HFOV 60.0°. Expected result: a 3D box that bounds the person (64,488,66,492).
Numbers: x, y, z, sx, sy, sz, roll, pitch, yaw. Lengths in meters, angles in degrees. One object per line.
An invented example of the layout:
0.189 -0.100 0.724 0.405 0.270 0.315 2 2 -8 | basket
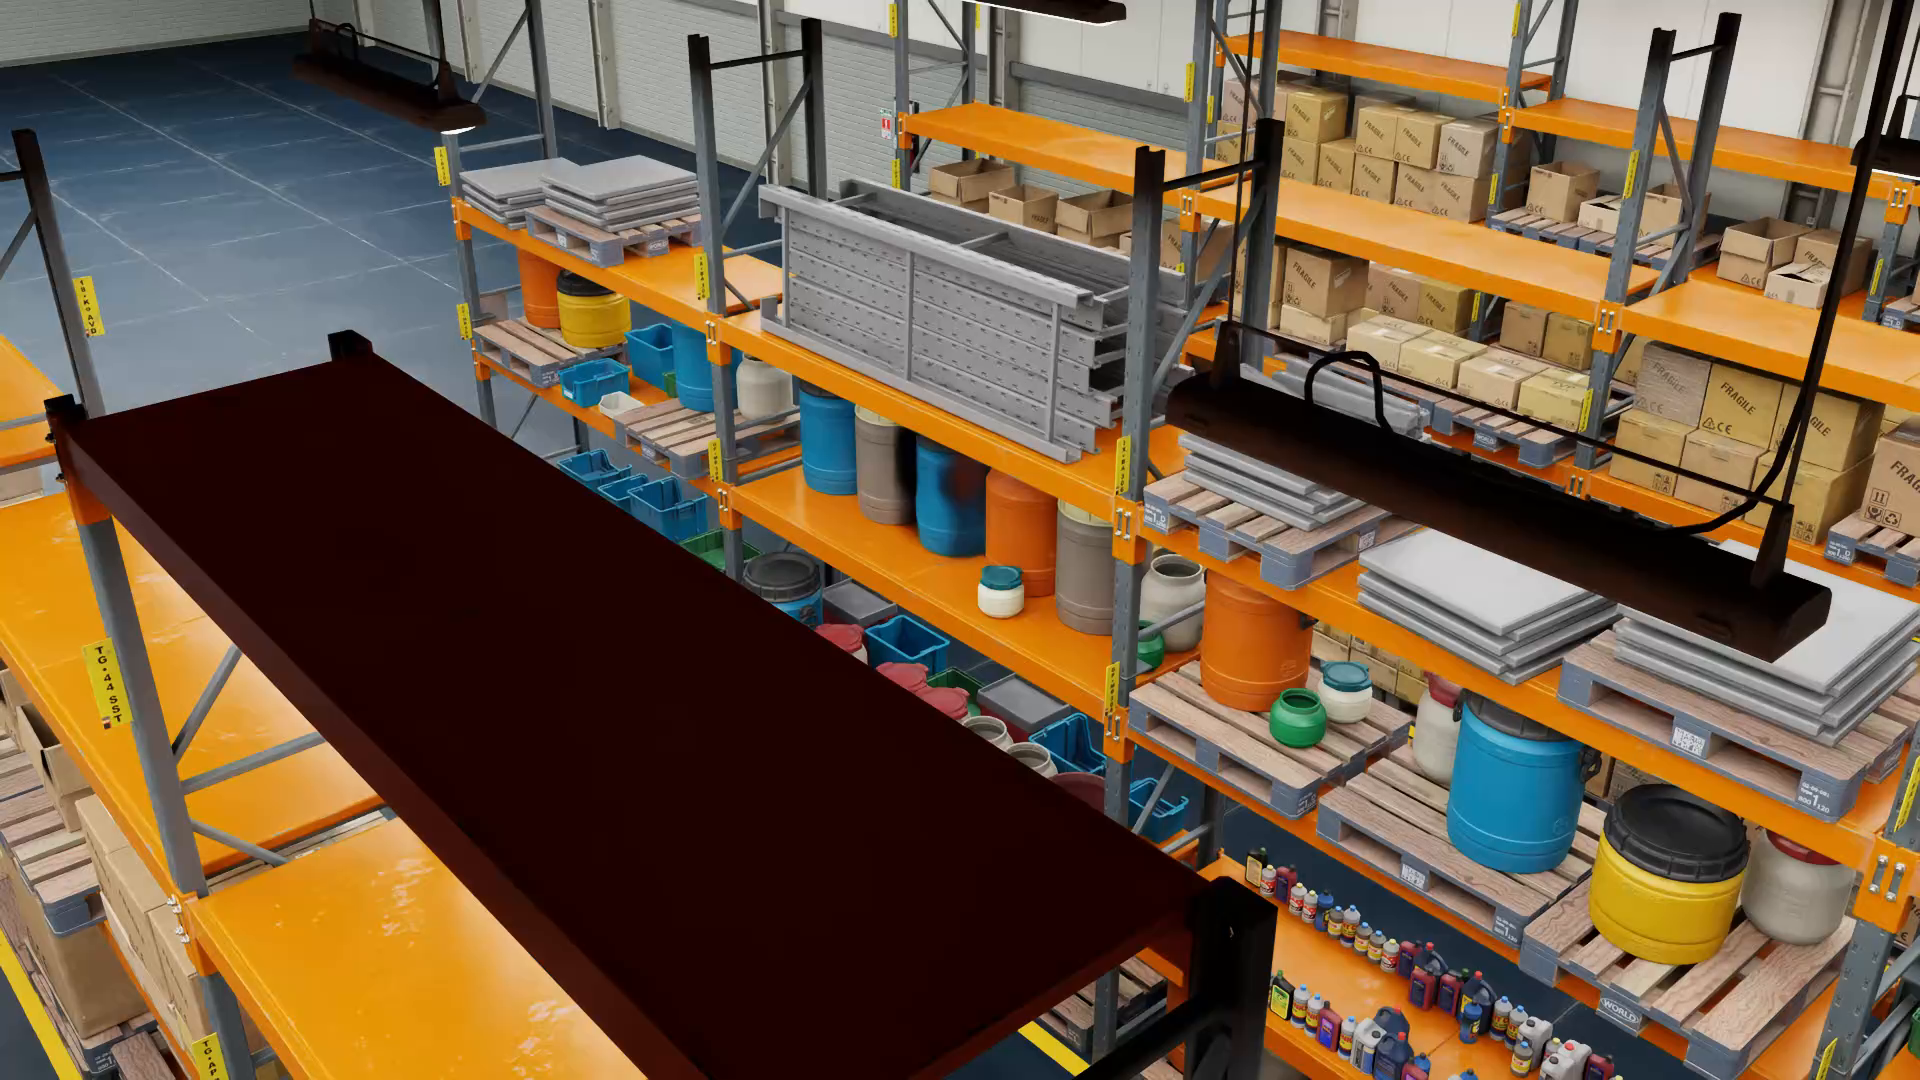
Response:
-7.919 0.188 15.272 0.459 1.600 0.430 7 28 13 | person
